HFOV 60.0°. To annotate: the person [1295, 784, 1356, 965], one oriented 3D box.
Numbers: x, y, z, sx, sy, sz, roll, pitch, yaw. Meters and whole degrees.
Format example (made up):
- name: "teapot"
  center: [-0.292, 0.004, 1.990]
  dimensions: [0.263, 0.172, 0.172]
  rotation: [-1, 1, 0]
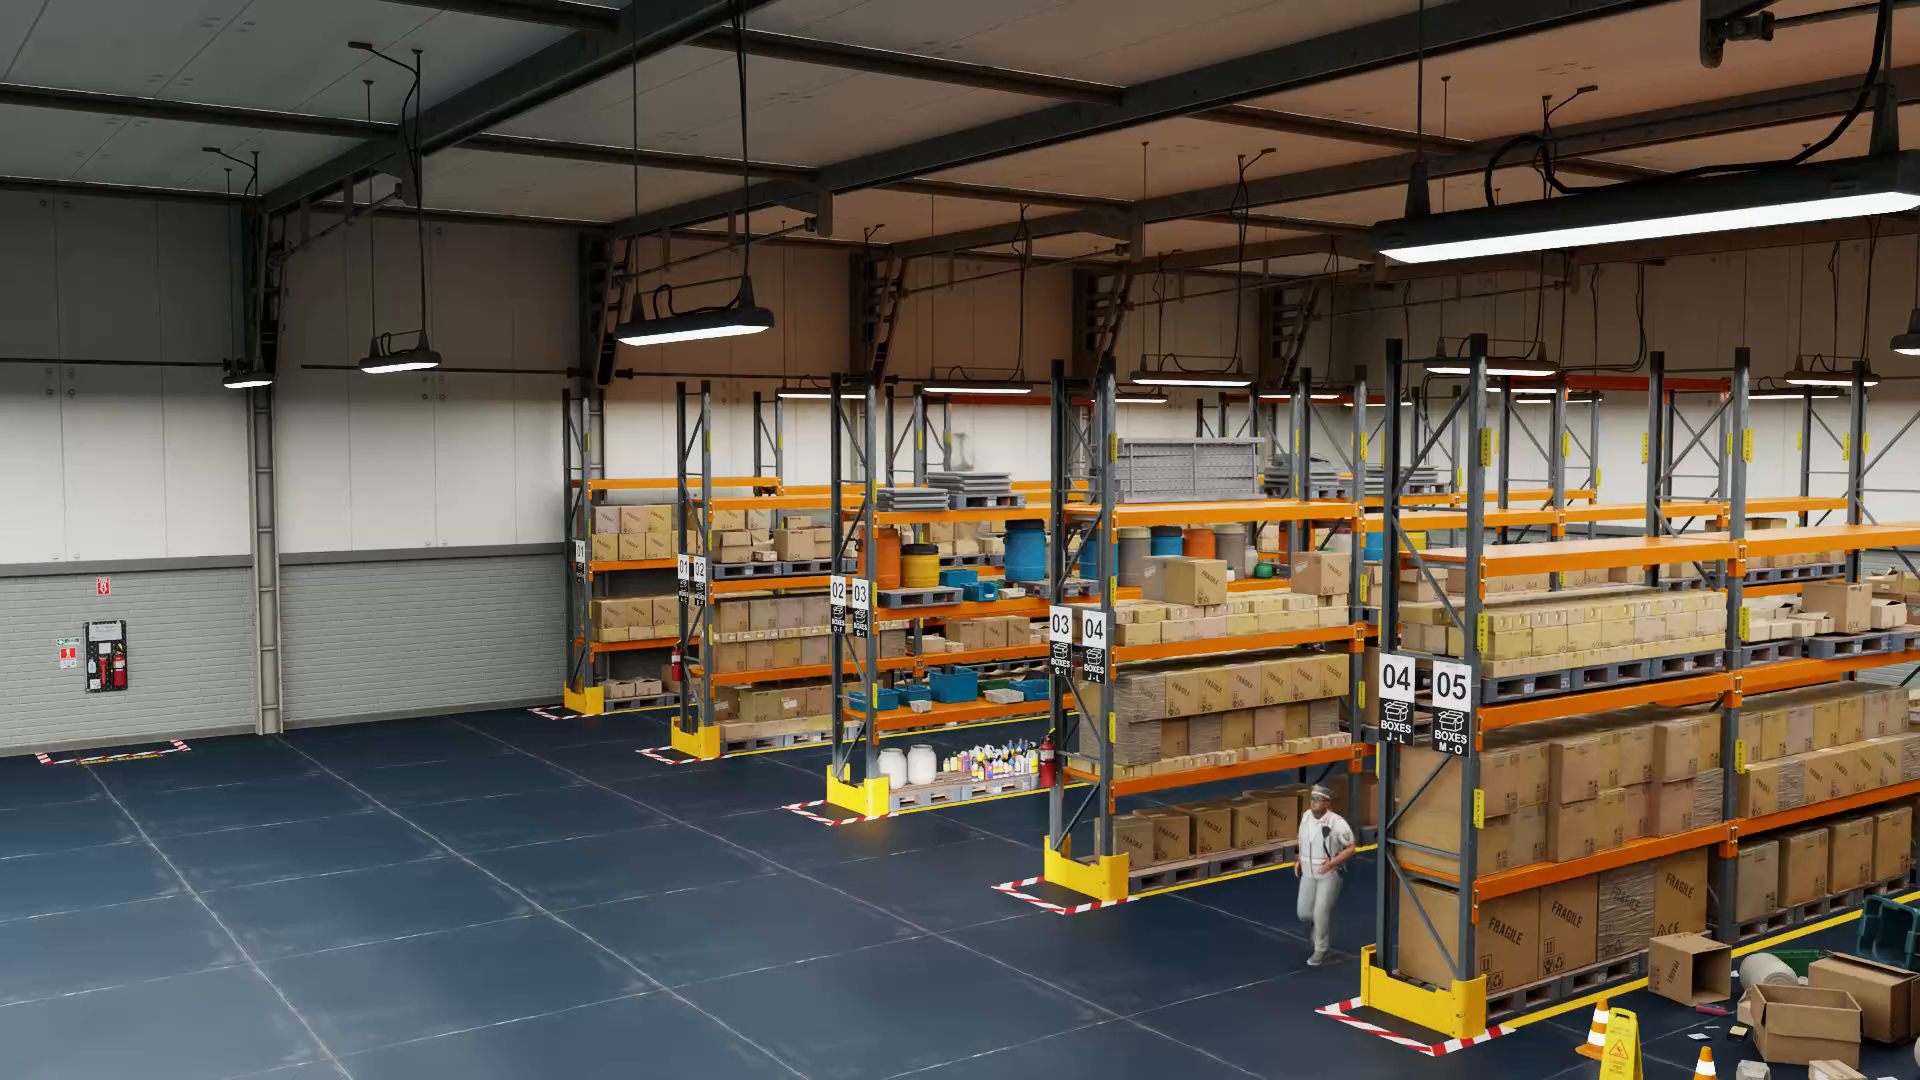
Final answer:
- name: "person"
  center: [3.559, 3.254, 16.285]
  dimensions: [0.653, 1.758, 0.647]
  rotation: [3, 5, 43]
